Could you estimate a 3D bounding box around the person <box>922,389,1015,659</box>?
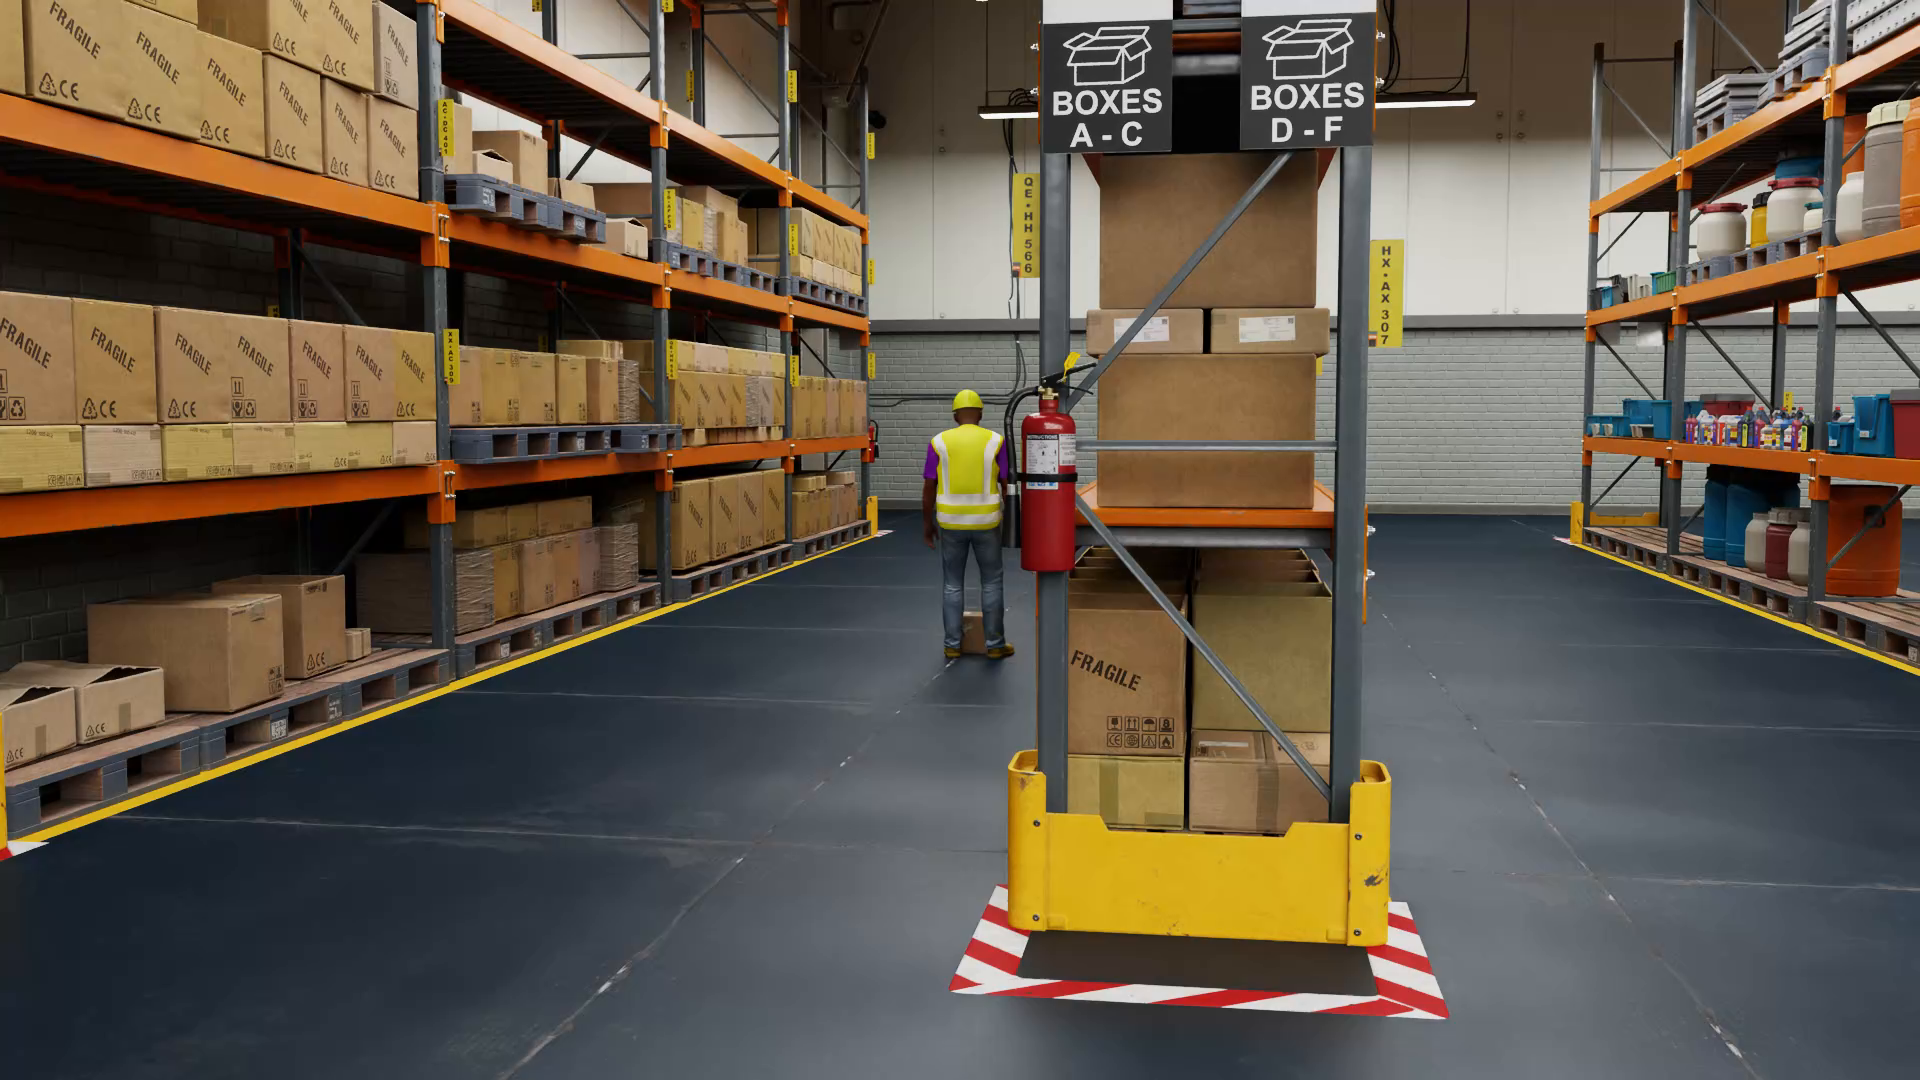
[{"bbox_3d":[0.068,-0.109,10.949,0.625,1.759,0.463,1,4,6],"label":"person"}]
